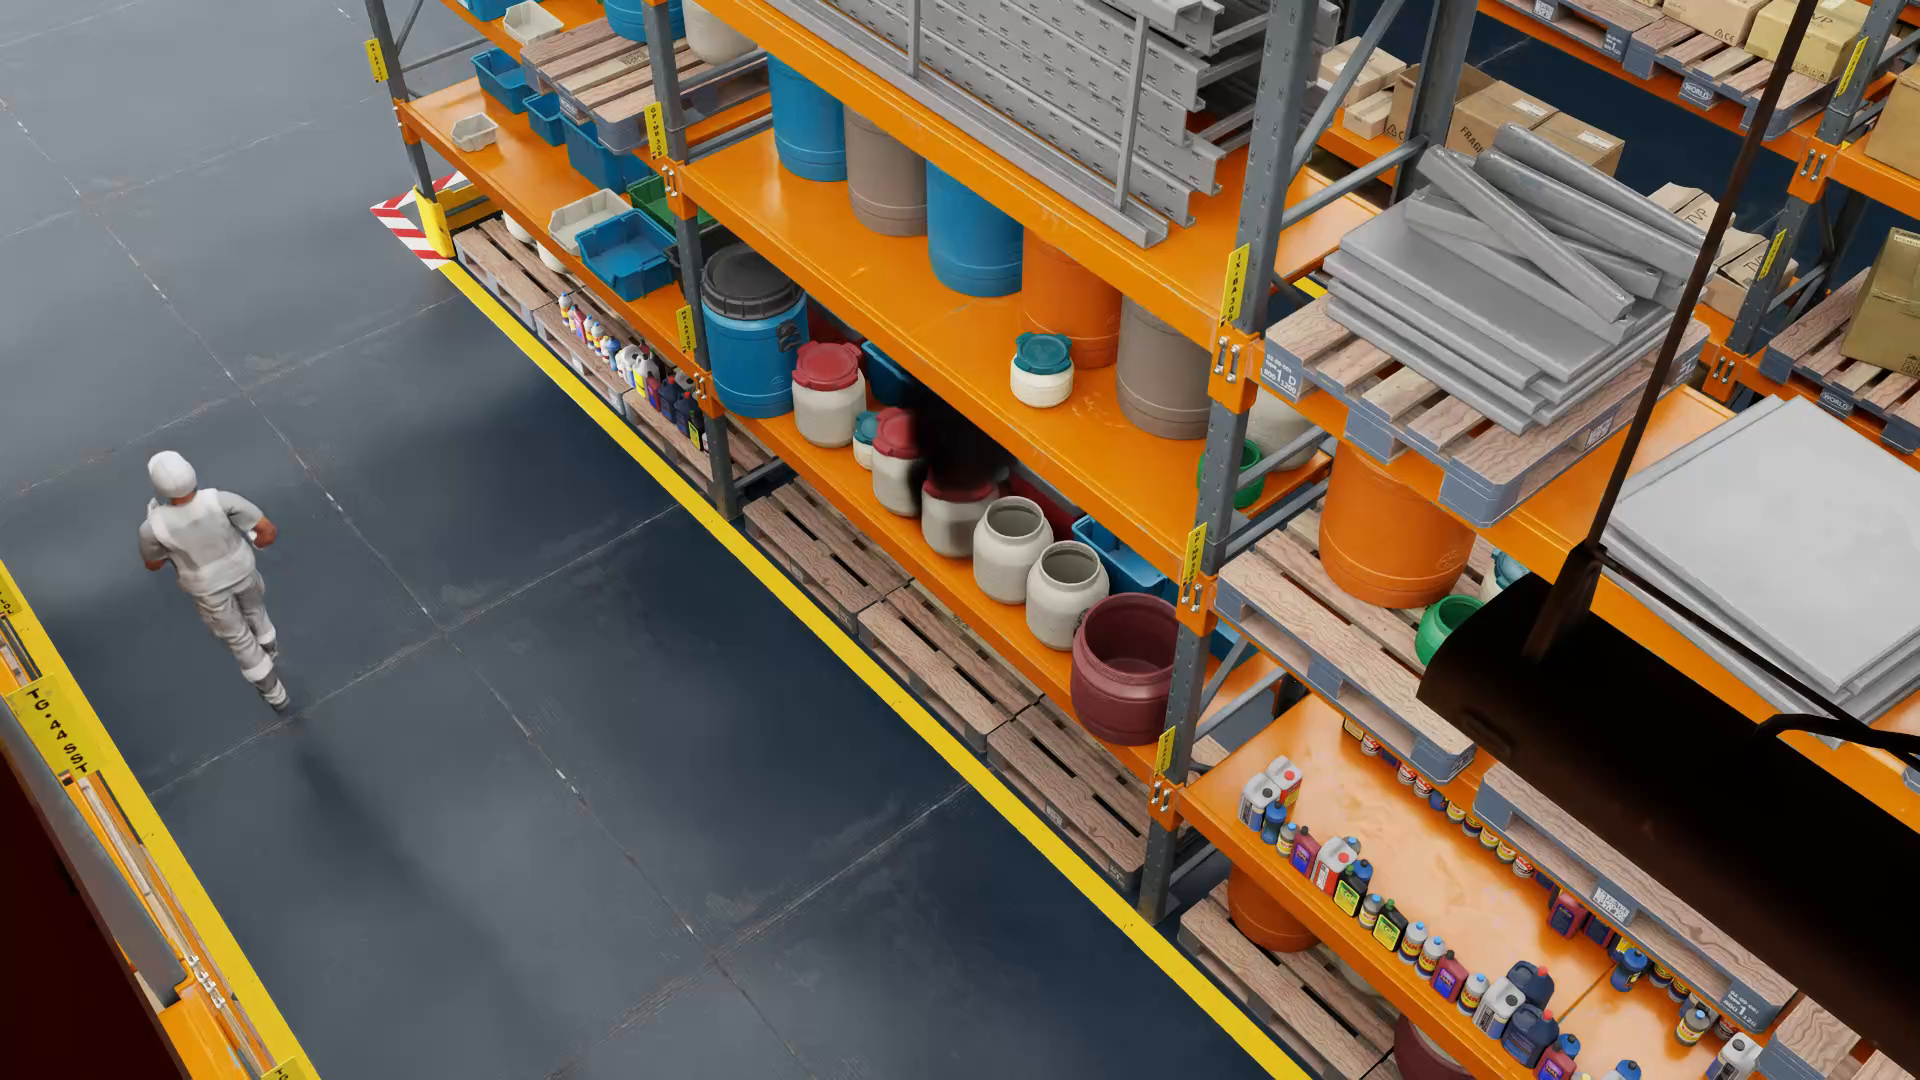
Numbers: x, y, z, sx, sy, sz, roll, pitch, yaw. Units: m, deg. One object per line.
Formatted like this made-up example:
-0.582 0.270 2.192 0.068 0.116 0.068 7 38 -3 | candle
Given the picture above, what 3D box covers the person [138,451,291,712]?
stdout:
-4.067 0.218 9.167 0.631 1.899 0.709 -33 55 -27 | person
